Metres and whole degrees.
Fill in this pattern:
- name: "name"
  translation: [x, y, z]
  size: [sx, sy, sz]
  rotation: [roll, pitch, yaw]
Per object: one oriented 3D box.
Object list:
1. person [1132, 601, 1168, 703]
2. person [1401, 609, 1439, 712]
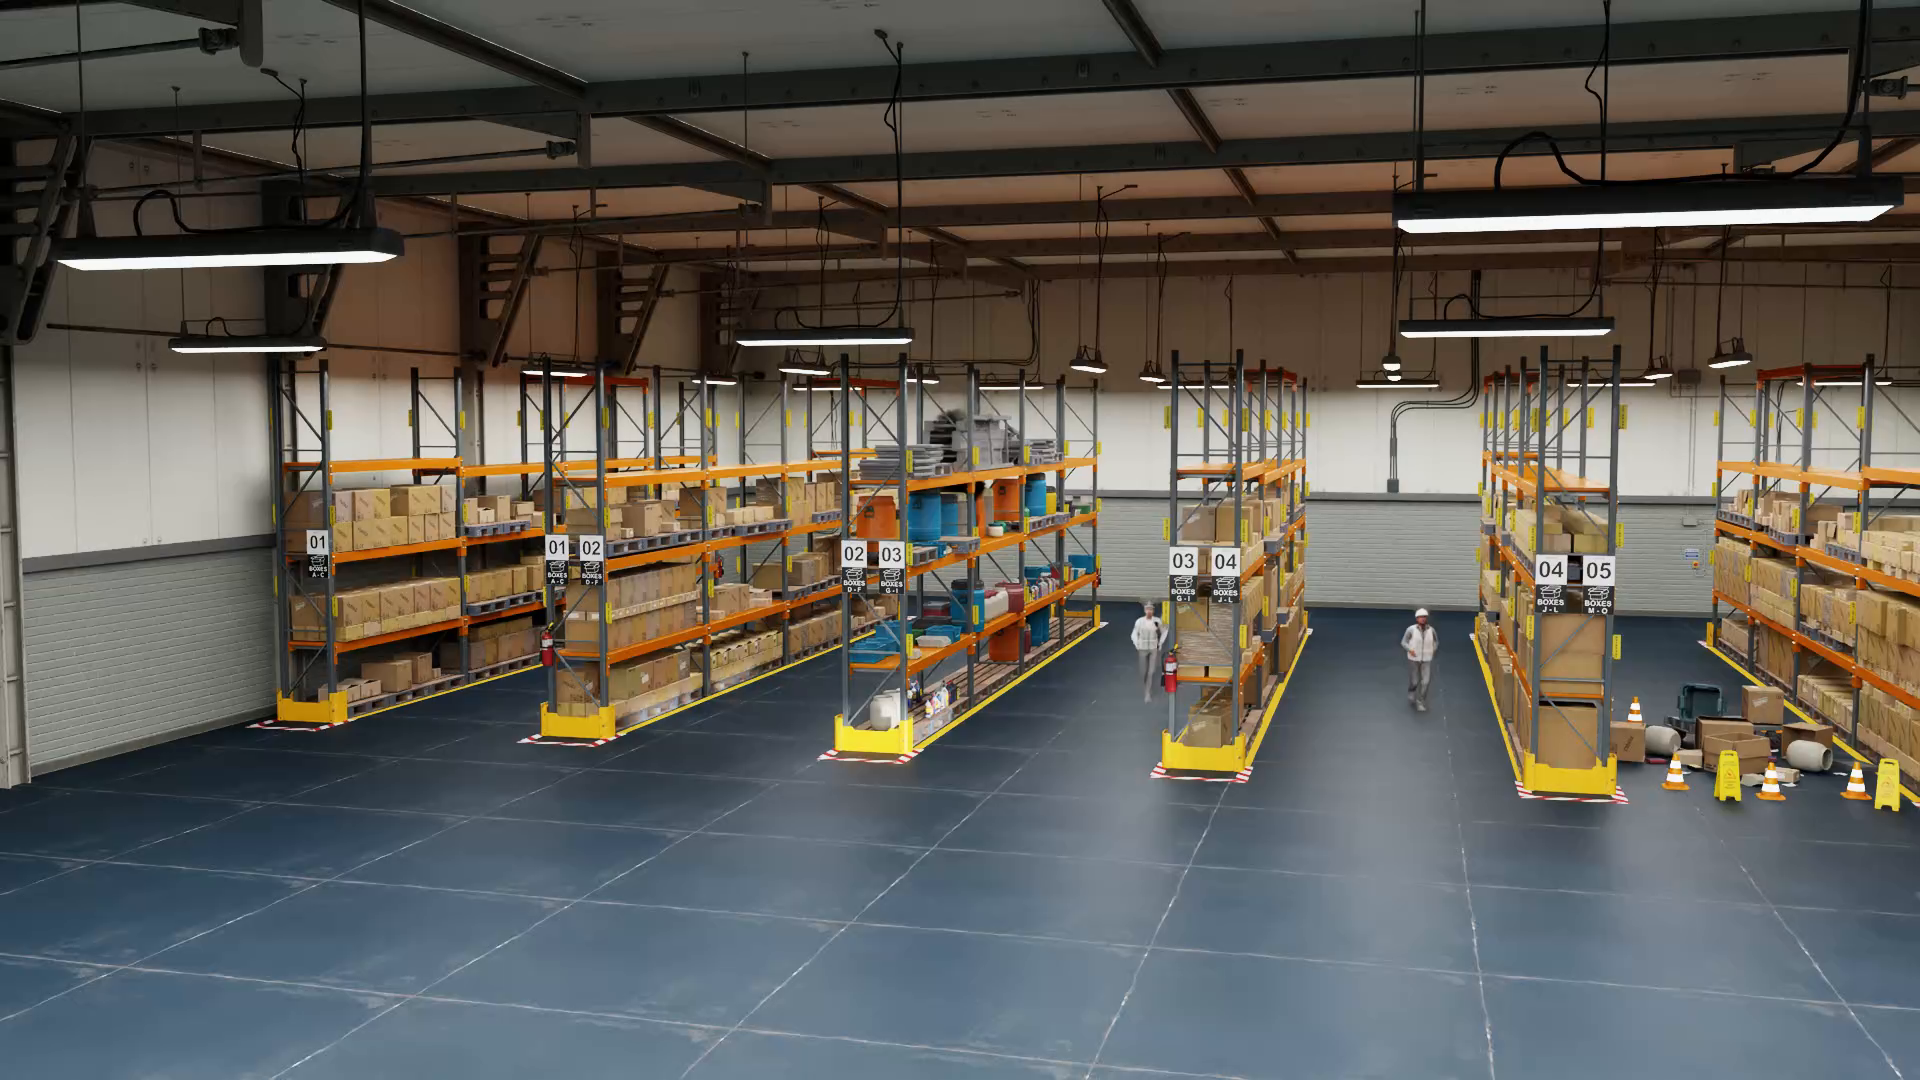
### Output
- name: "person"
  translation: [3.203, 1.869, 28.098]
  size: [0.617, 1.695, 0.664]
  rotation: [1, 4, 9]
- name: "person"
  translation: [7.967, 2.059, 28.778]
  size: [0.657, 1.748, 0.752]
  rotation: [0, 4, 3]
